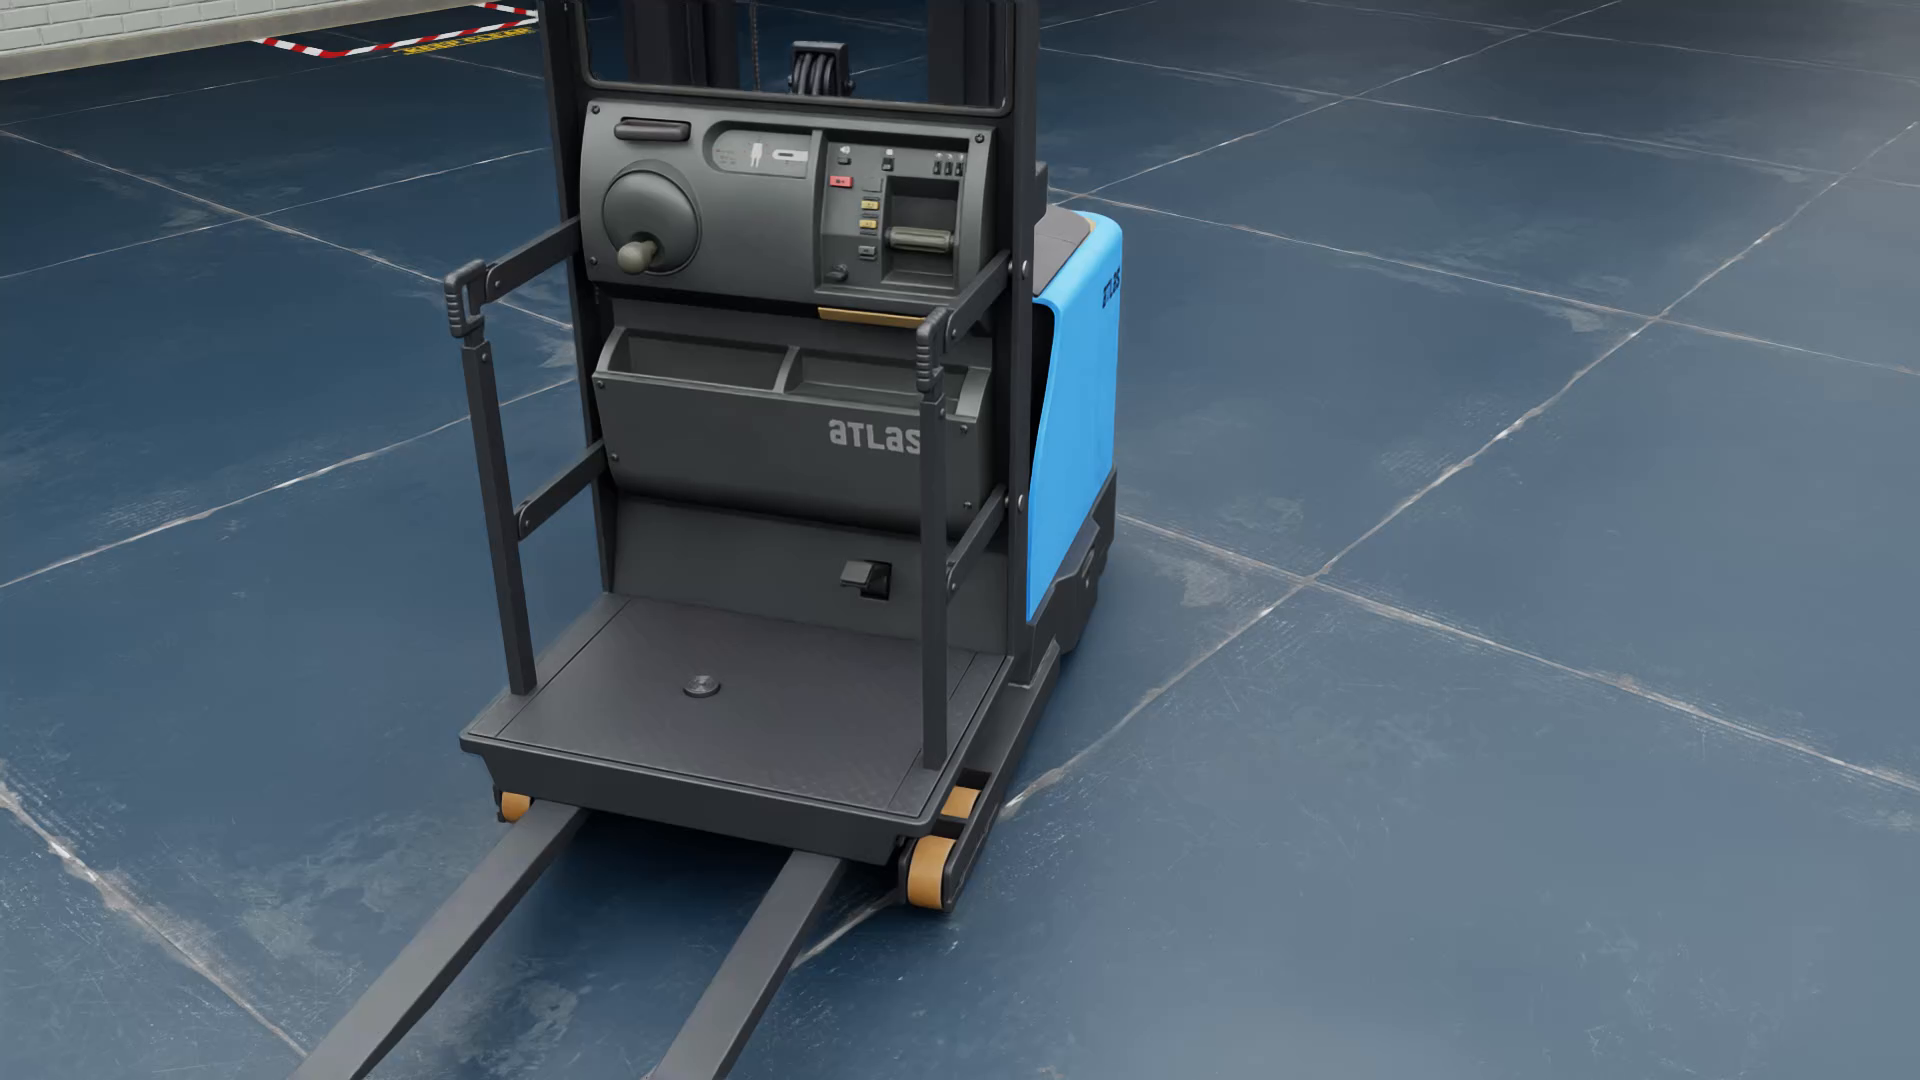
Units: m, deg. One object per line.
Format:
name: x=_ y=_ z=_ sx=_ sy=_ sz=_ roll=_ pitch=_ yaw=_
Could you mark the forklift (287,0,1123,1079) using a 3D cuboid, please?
forklift: x=-0.448 y=-0.690 z=3.393 sx=1.130 sy=2.935 sz=3.031 roll=8 pitch=28 yaw=15
